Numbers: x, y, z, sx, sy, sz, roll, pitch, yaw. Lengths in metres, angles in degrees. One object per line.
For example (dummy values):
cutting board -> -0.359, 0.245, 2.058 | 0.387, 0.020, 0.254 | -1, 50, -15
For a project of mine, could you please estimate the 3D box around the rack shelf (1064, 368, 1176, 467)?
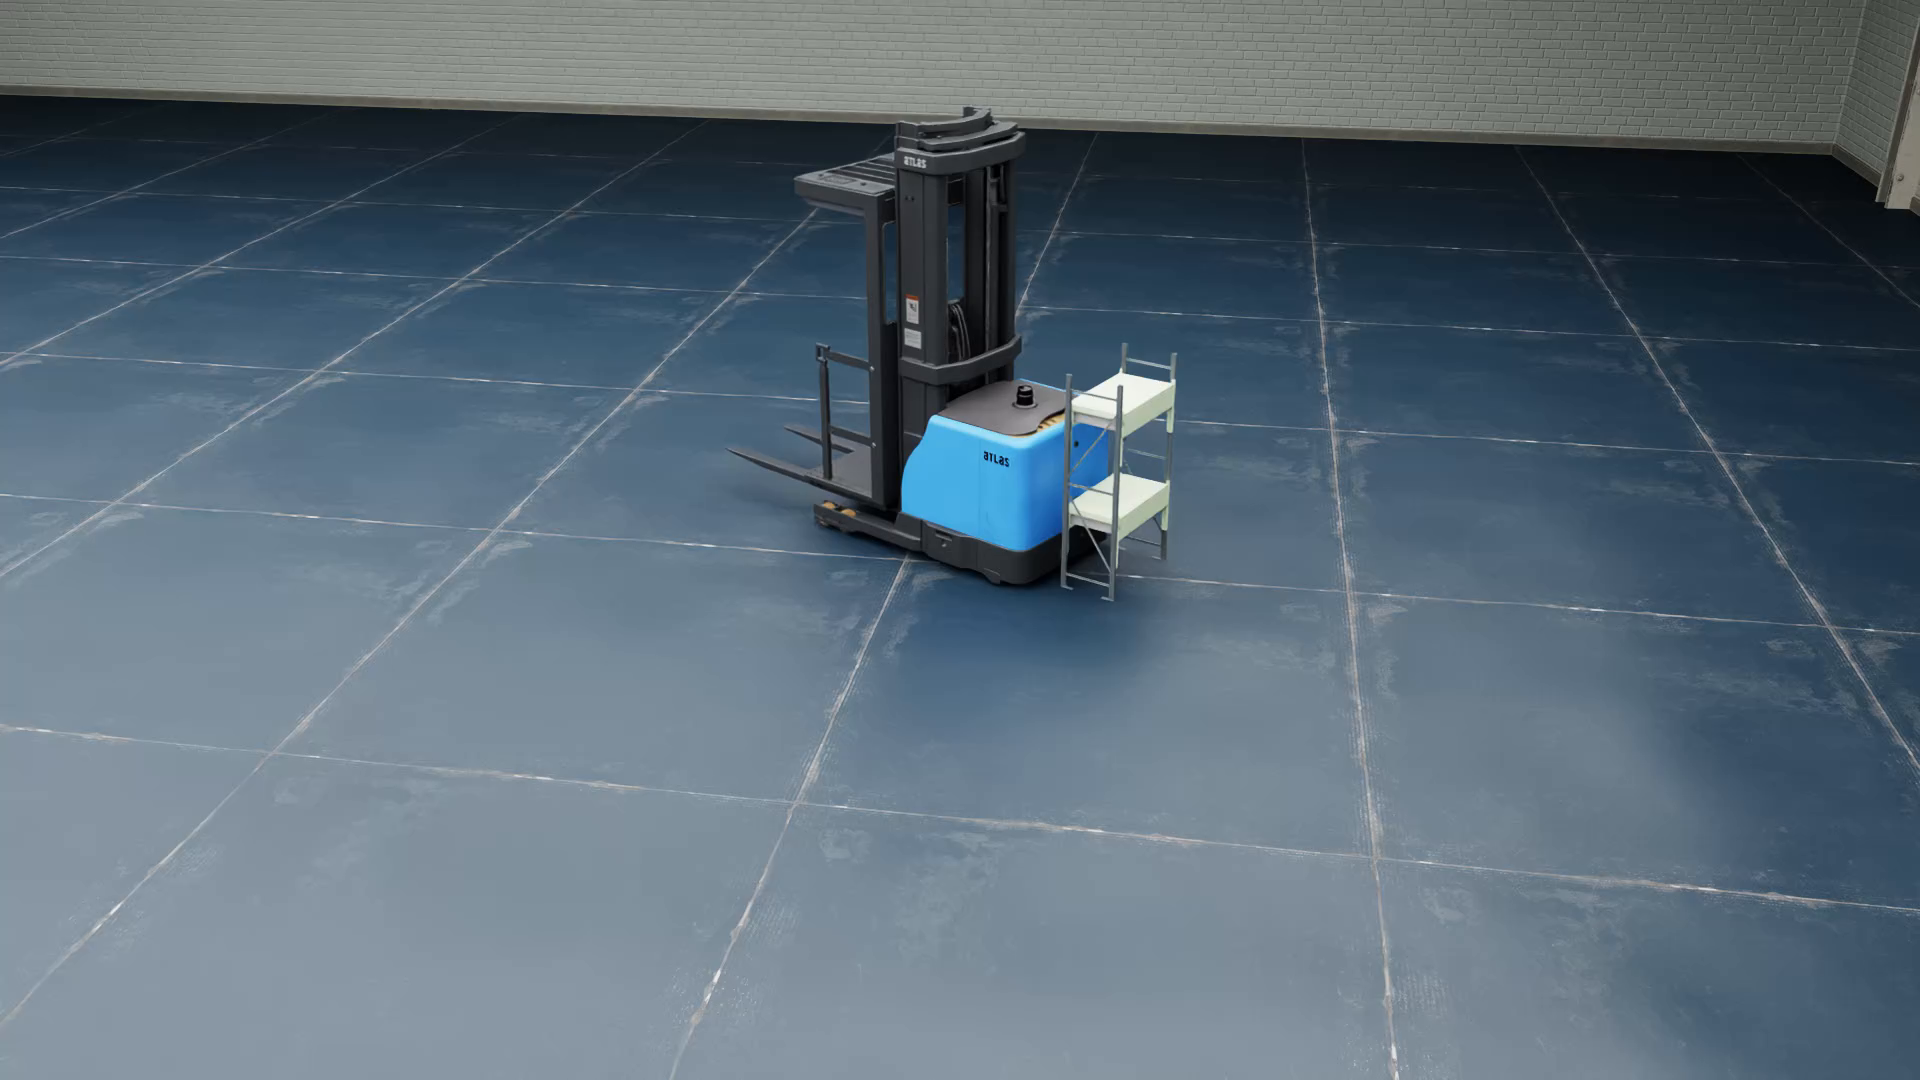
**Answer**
rack shelf -> 1.046, -0.805, 10.823 | 0.431, 0.370, 0.720 | 16, 29, 30

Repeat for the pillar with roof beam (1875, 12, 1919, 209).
pillar with roof beam -> 7.381, -8.548, 19.442 | 9.100, 9.000, 0.400 | 4, 25, 9

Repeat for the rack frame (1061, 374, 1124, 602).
rack frame -> 0.844, -0.322, 10.712 | 0.400, 1.500, 0.023 | 16, 29, 30

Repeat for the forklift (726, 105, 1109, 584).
forklift -> -0.424, -1.532, 11.610 | 3.031, 2.935, 1.130 | 19, 31, 35

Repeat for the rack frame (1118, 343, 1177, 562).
rack frame -> 1.249, -0.581, 11.264 | 0.400, 1.500, 0.023 | 16, 29, 30

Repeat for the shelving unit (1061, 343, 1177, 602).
shelving unit -> 1.047, -0.451, 10.988 | 0.431, 1.500, 0.755 | 16, 29, 30

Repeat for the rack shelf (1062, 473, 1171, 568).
rack shelf -> 1.047, -0.156, 11.126 | 0.431, 0.370, 0.720 | 16, 29, 30
